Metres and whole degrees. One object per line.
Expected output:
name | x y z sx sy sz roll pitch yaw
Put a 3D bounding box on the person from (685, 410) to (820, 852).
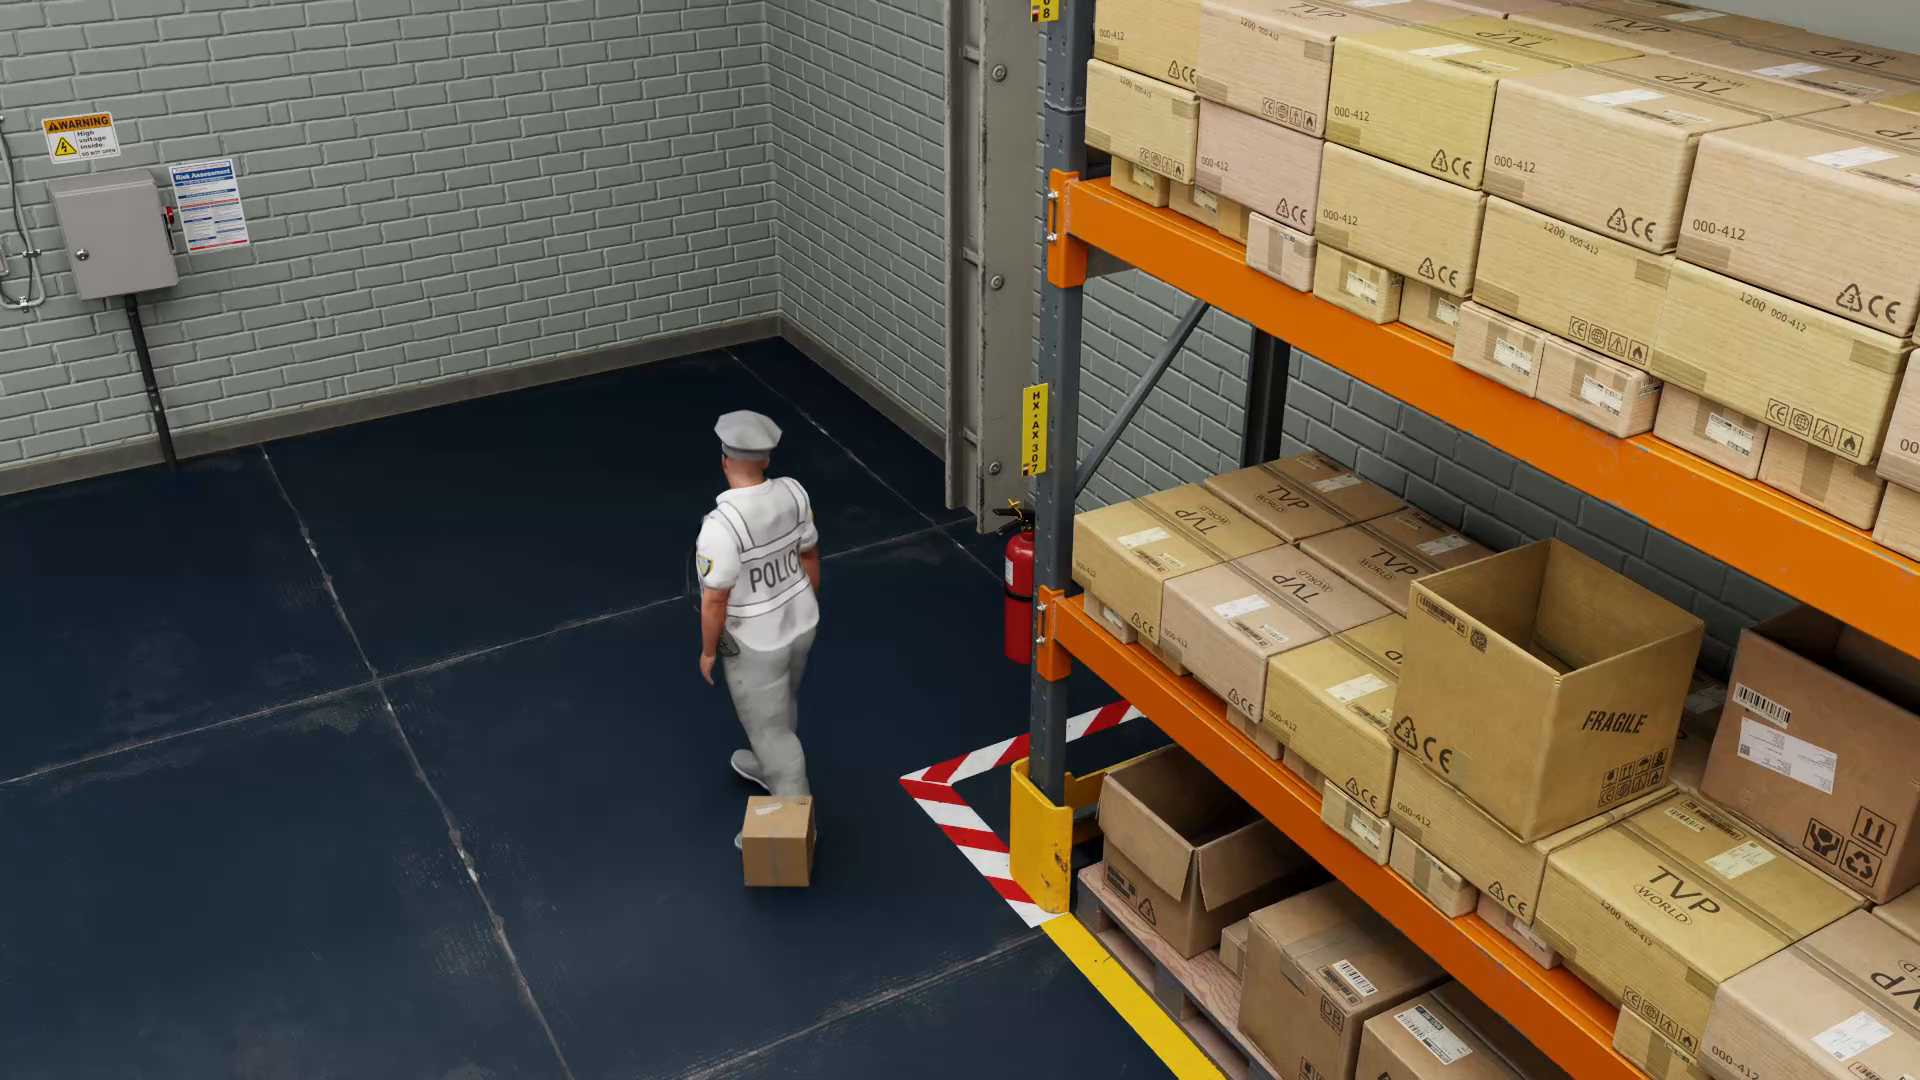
person | -0.792 0.342 6.464 0.624 1.738 0.610 16 33 27
